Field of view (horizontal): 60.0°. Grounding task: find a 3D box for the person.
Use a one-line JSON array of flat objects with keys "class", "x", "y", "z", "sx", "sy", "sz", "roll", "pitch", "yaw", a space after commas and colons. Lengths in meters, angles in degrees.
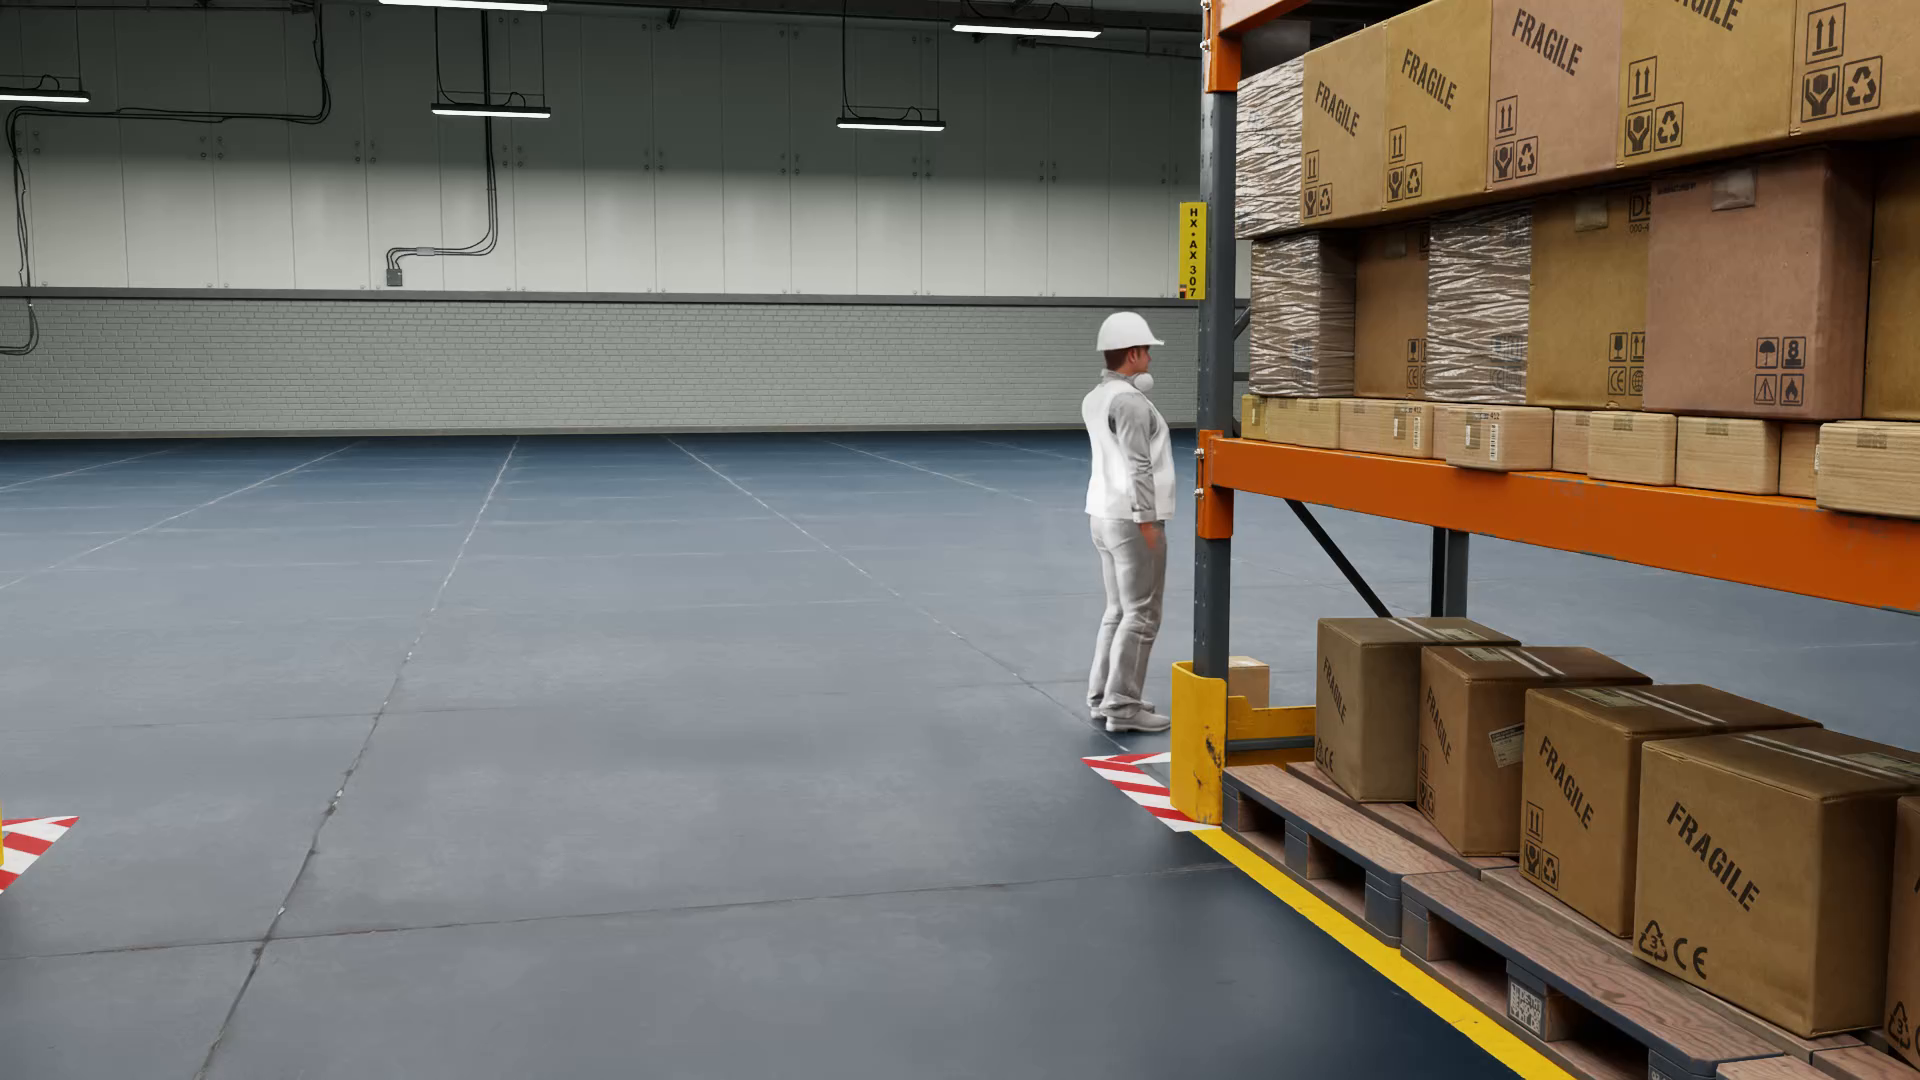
[{"class": "person", "x": 0.728, "y": -0.082, "z": 7.149, "sx": 0.360, "sy": 1.770, "sz": 0.532, "roll": -1, "pitch": 6, "yaw": -12}]
